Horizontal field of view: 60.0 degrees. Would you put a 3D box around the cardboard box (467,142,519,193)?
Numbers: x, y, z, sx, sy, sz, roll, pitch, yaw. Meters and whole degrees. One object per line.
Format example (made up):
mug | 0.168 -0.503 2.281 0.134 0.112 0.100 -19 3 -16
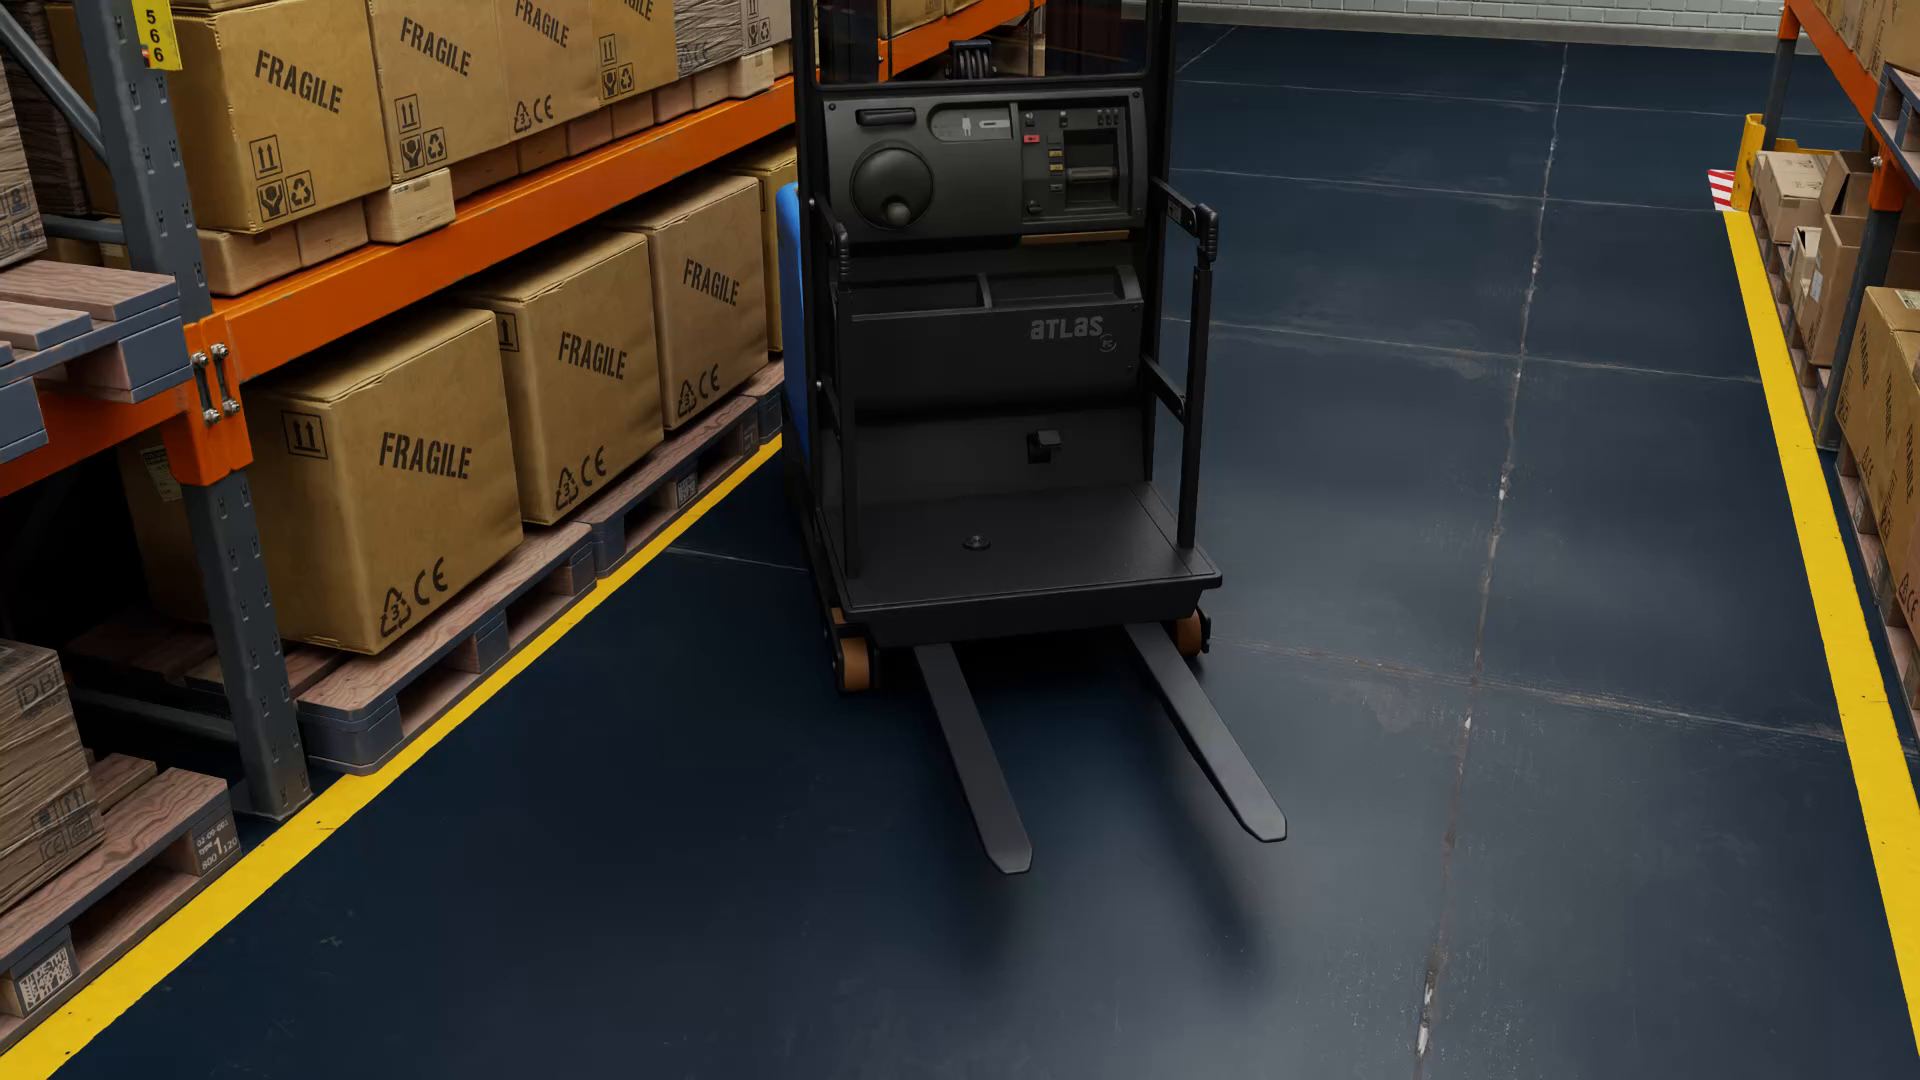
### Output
cardboard box | -1.548 -1.146 4.941 0.380 0.149 0.250 9 27 19

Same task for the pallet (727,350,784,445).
pallet | -1.037 -0.781 7.121 1.003 0.211 1.213 9 27 17

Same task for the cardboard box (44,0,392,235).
cardboard box | -1.779 -1.071 4.040 0.500 0.500 0.500 10 27 19

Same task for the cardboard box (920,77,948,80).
cardboard box | -0.046 -2.341 8.785 0.380 0.149 0.250 8 27 16

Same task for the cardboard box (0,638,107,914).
cardboard box | -2.373 0.510 3.618 0.700 0.500 0.500 9 27 18

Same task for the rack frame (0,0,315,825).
rack frame | -2.182 -0.720 3.795 1.000 3.000 0.127 9 27 17

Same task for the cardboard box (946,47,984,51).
cardboard box | -0.057 -2.831 9.797 0.380 0.149 0.250 9 27 18

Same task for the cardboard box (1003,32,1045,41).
cardboard box | 0.471 -2.982 10.110 0.380 0.149 0.250 8 27 17

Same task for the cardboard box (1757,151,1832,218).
cardboard box | 4.538 -1.864 8.807 0.500 0.250 0.500 9 27 17

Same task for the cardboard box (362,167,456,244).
cardboard box | -1.594 -0.917 4.467 0.380 0.149 0.250 10 27 19

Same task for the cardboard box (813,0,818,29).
cardboard box | -0.767 -2.326 6.632 0.500 0.500 0.500 8 27 17

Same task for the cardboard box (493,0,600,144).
cardboard box | -1.430 -1.488 4.903 0.500 0.500 0.500 9 27 17

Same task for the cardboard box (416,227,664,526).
cardboard box | -1.516 -0.584 5.499 0.750 0.750 0.750 9 27 17

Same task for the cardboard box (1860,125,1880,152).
cardboard box | 5.204 -2.105 9.019 0.500 0.500 0.500 9 27 17

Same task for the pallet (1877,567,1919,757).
pallet | 3.182 0.451 4.577 1.003 0.211 1.213 9 27 17

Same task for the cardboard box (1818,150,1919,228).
cardboard box | 4.442 -1.494 7.754 0.797 0.503 0.637 9 27 17

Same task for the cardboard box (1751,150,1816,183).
cardboard box | 4.689 -2.084 9.378 0.380 0.149 0.250 9 27 17

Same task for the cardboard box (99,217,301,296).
cardboard box | -1.854 -0.718 4.056 0.380 0.149 0.250 8 27 17

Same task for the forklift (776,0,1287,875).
forklift | 0.125 -1.051 4.556 1.130 2.935 3.031 -5 26 -10

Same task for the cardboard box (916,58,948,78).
cardboard box | -0.226 -2.621 9.363 0.380 0.149 0.250 9 27 18

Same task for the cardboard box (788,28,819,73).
cardboard box | -0.758 -1.973 6.648 0.380 0.149 0.250 9 27 18

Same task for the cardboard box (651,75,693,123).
cardboard box | -1.161 -1.564 5.804 0.380 0.149 0.250 8 27 16

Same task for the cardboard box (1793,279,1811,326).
cardboard box | 3.812 -1.000 7.140 0.380 0.149 0.250 9 27 17

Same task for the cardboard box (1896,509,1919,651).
cardboard box | 2.922 0.076 4.514 0.500 0.500 0.500 8 27 15

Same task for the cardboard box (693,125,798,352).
cardboard box | -0.945 -1.300 6.977 0.750 0.750 0.750 9 27 18

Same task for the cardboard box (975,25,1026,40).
cardboard box | 0.194 -3.142 10.439 0.380 0.149 0.250 9 27 18

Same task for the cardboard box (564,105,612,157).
cardboard box | -1.354 -1.350 5.361 0.380 0.149 0.250 9 27 18

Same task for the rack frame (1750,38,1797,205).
rack frame | 5.153 -3.291 9.105 1.000 3.000 0.127 9 27 17

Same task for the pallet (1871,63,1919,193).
pallet | 3.453 -1.248 5.106 1.003 0.211 1.213 9 27 17

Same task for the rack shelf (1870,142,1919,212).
rack shelf | 3.156 -0.502 4.169 1.077 0.370 4.000 9 27 17

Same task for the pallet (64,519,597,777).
pallet | -1.849 0.222 5.050 1.003 0.211 1.213 9 27 17

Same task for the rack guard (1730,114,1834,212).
rack guard | 5.127 -2.135 9.585 1.175 0.500 0.348 9 27 17

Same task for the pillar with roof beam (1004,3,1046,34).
pillar with roof beam | 4.622 -7.319 10.539 9.100 9.000 0.400 9 27 17

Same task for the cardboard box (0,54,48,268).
cardboard box | -2.329 -0.769 3.276 0.700 0.500 0.500 6 26 11

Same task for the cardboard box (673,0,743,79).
cardboard box | -1.103 -1.909 5.772 0.500 0.500 0.500 9 27 18

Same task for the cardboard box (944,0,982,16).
cardboard box | -0.407 -3.019 8.199 0.980 0.700 0.700 8 27 16

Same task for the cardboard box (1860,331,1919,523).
cardboard box | 3.264 -0.336 5.365 0.500 0.500 0.500 9 27 18

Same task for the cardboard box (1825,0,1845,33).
cardboard box | 4.252 -2.568 7.497 0.500 0.500 0.500 9 27 18

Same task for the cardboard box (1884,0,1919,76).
cardboard box | 3.453 -1.719 5.262 0.700 0.500 0.500 0 26 0

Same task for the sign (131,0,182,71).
sign | -1.667 -1.131 3.406 0.100 0.325 0.005 9 27 17

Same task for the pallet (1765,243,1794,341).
pallet | 4.455 -1.177 7.939 1.003 0.211 1.213 9 27 17

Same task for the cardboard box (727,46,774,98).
cardboard box | -0.919 -1.756 6.200 0.380 0.149 0.250 9 27 17

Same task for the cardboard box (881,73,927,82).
cardboard box | -0.396 -2.410 8.929 0.380 0.149 0.250 9 27 18

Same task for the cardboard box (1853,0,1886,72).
cardboard box | 3.916 -2.147 6.627 0.500 0.500 0.500 10 27 19

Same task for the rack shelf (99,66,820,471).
rack shelf | -1.517 -1.218 5.650 1.077 0.370 4.000 9 27 17
